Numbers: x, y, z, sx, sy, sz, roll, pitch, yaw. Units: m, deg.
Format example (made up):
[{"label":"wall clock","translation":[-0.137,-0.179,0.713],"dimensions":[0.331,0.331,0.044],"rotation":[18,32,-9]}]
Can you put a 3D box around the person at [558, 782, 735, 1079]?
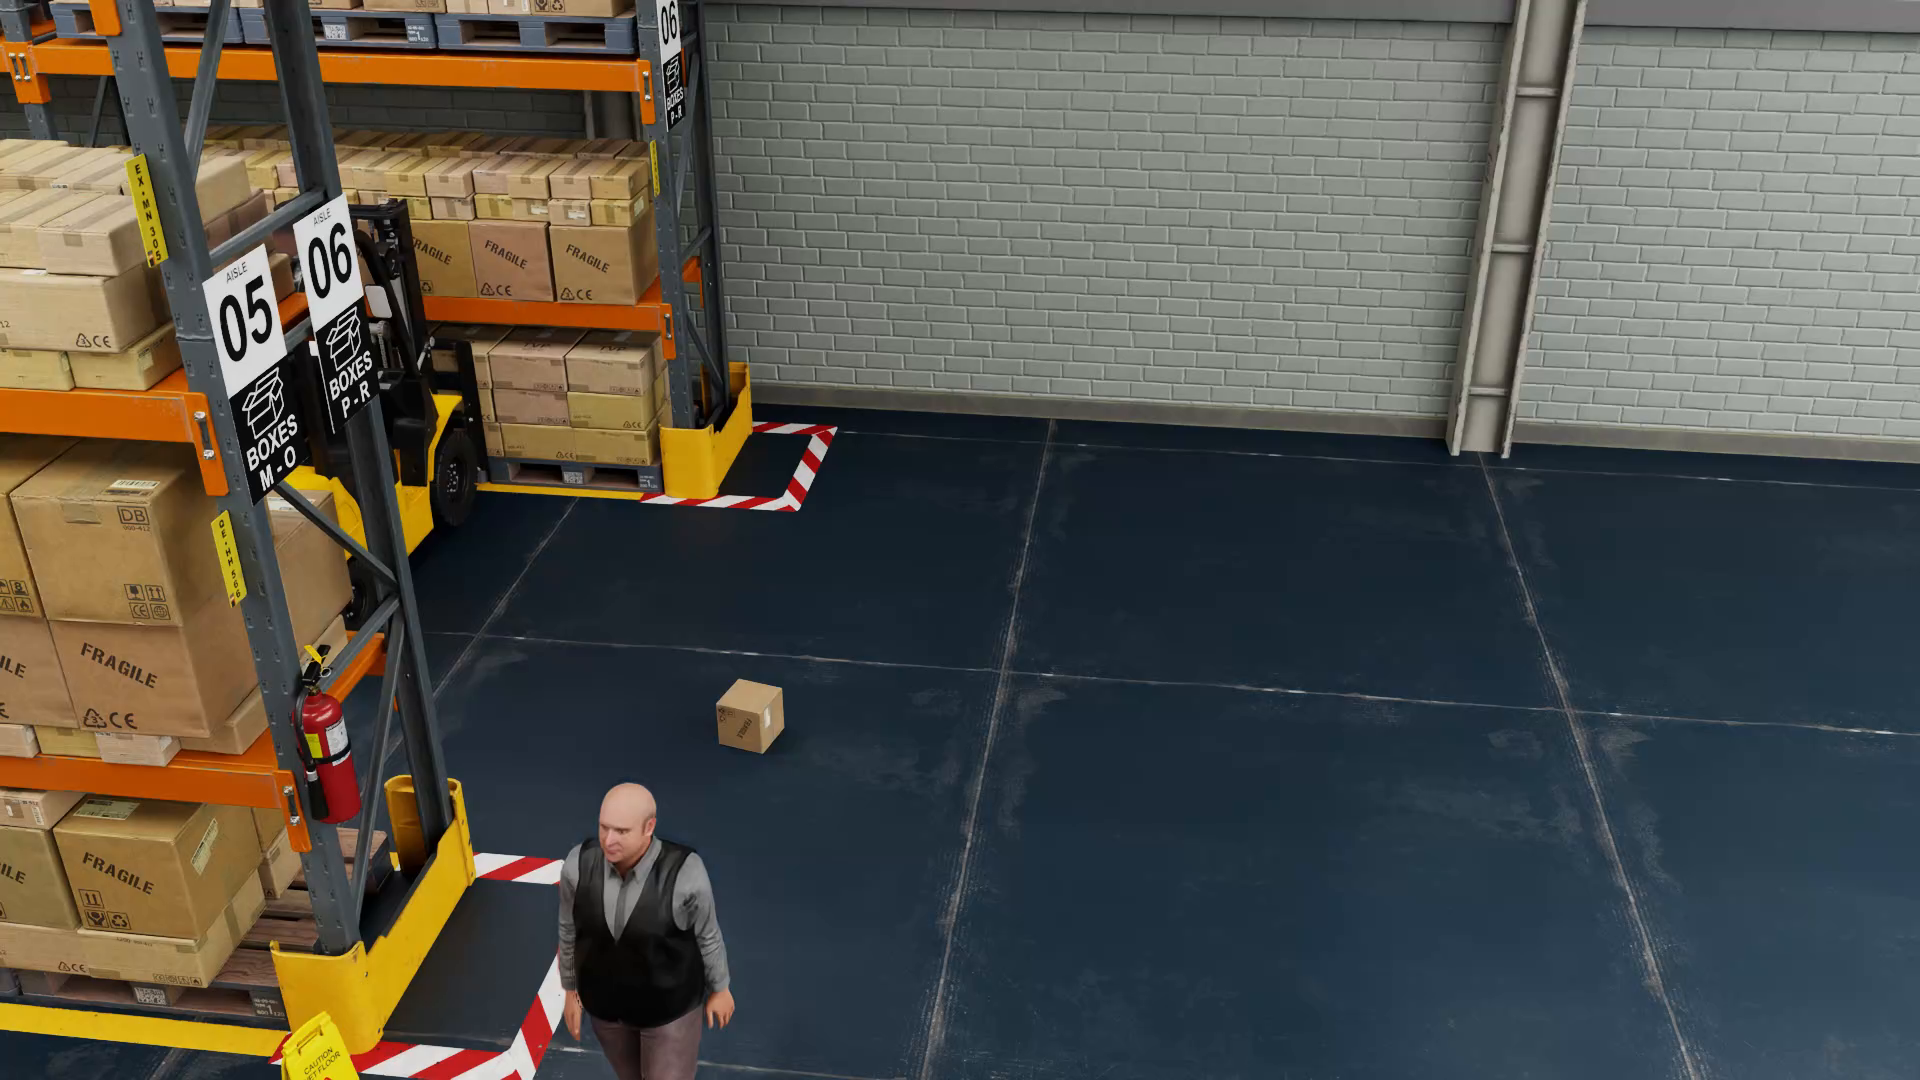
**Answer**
[{"label":"person","translation":[-1.088,1.604,5.679],"dimensions":[0.569,1.784,0.539],"rotation":[7,29,13]}]
